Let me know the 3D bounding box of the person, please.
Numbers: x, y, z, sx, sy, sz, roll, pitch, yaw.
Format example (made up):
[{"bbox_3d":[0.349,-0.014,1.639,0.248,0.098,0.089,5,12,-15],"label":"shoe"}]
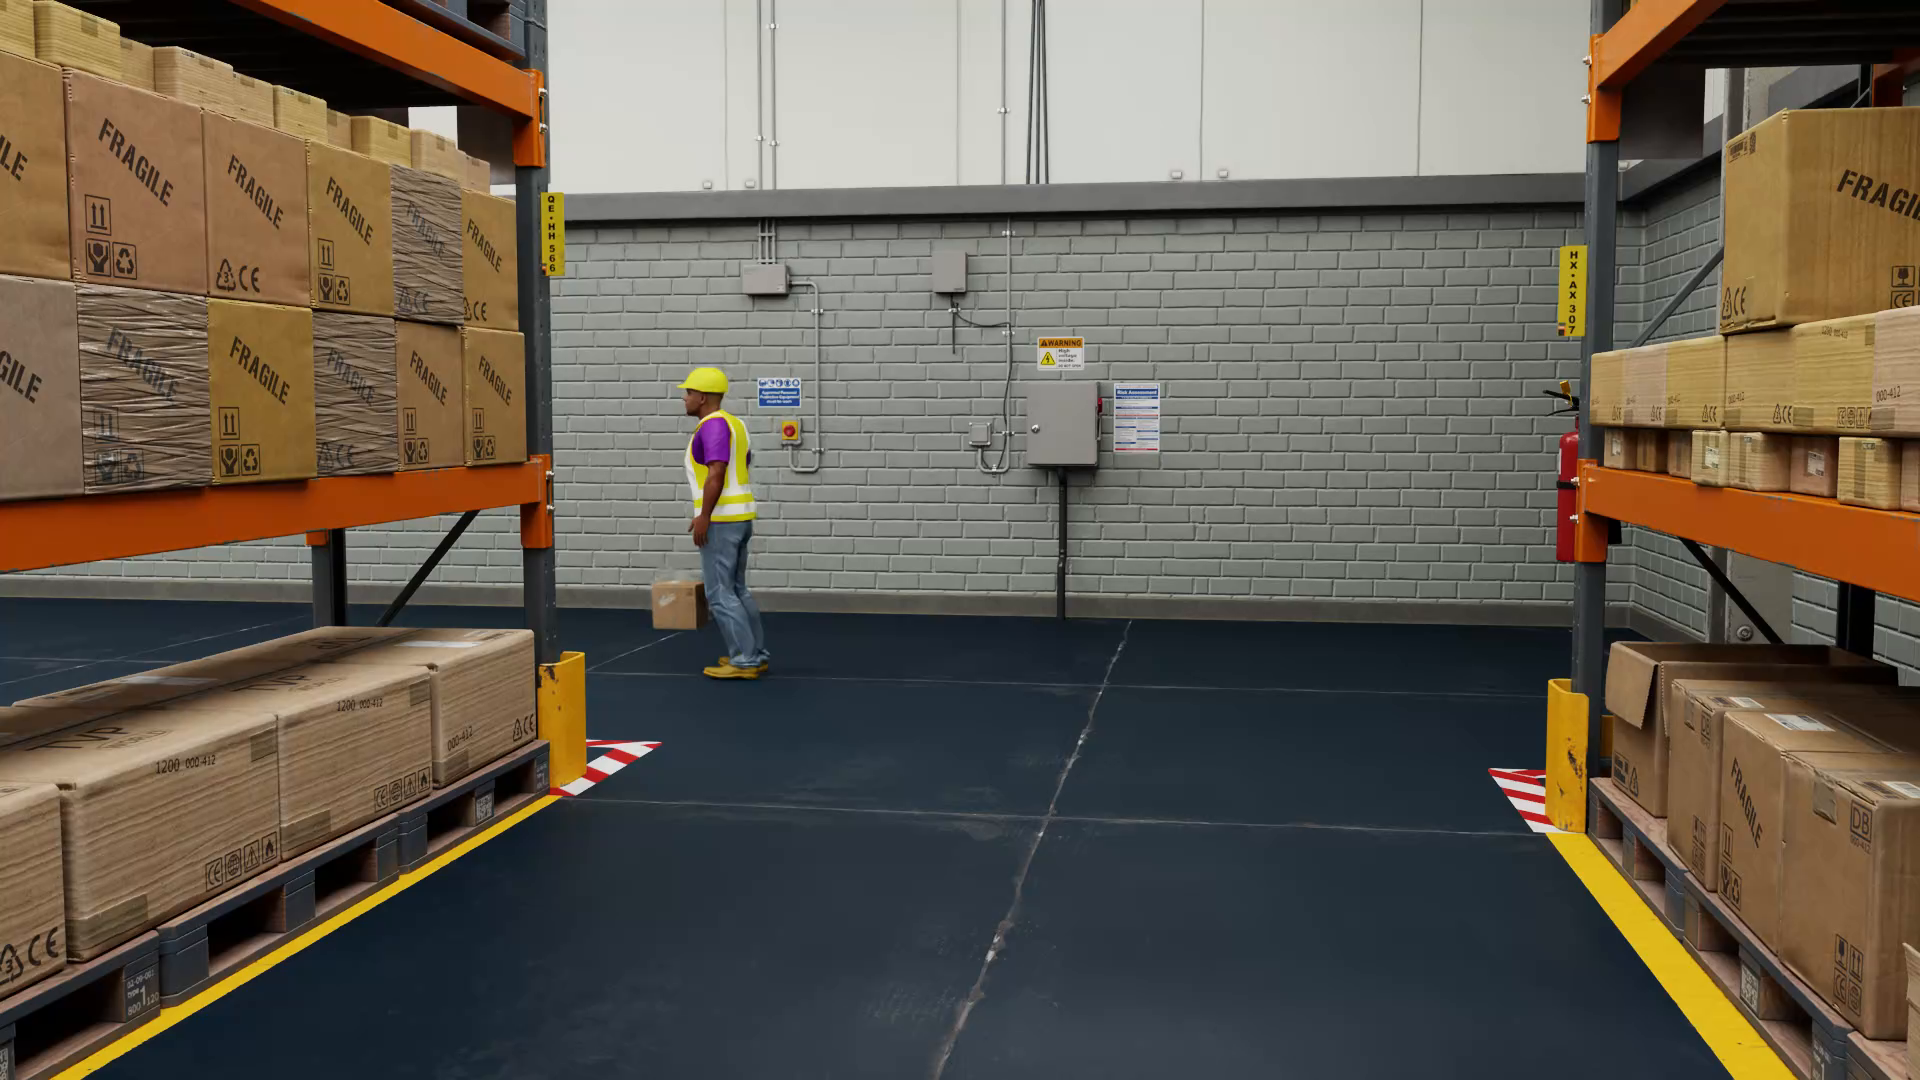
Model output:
[{"bbox_3d":[-1.346,-0.099,9.392,0.487,1.746,0.689,1,4,8],"label":"person"}]
